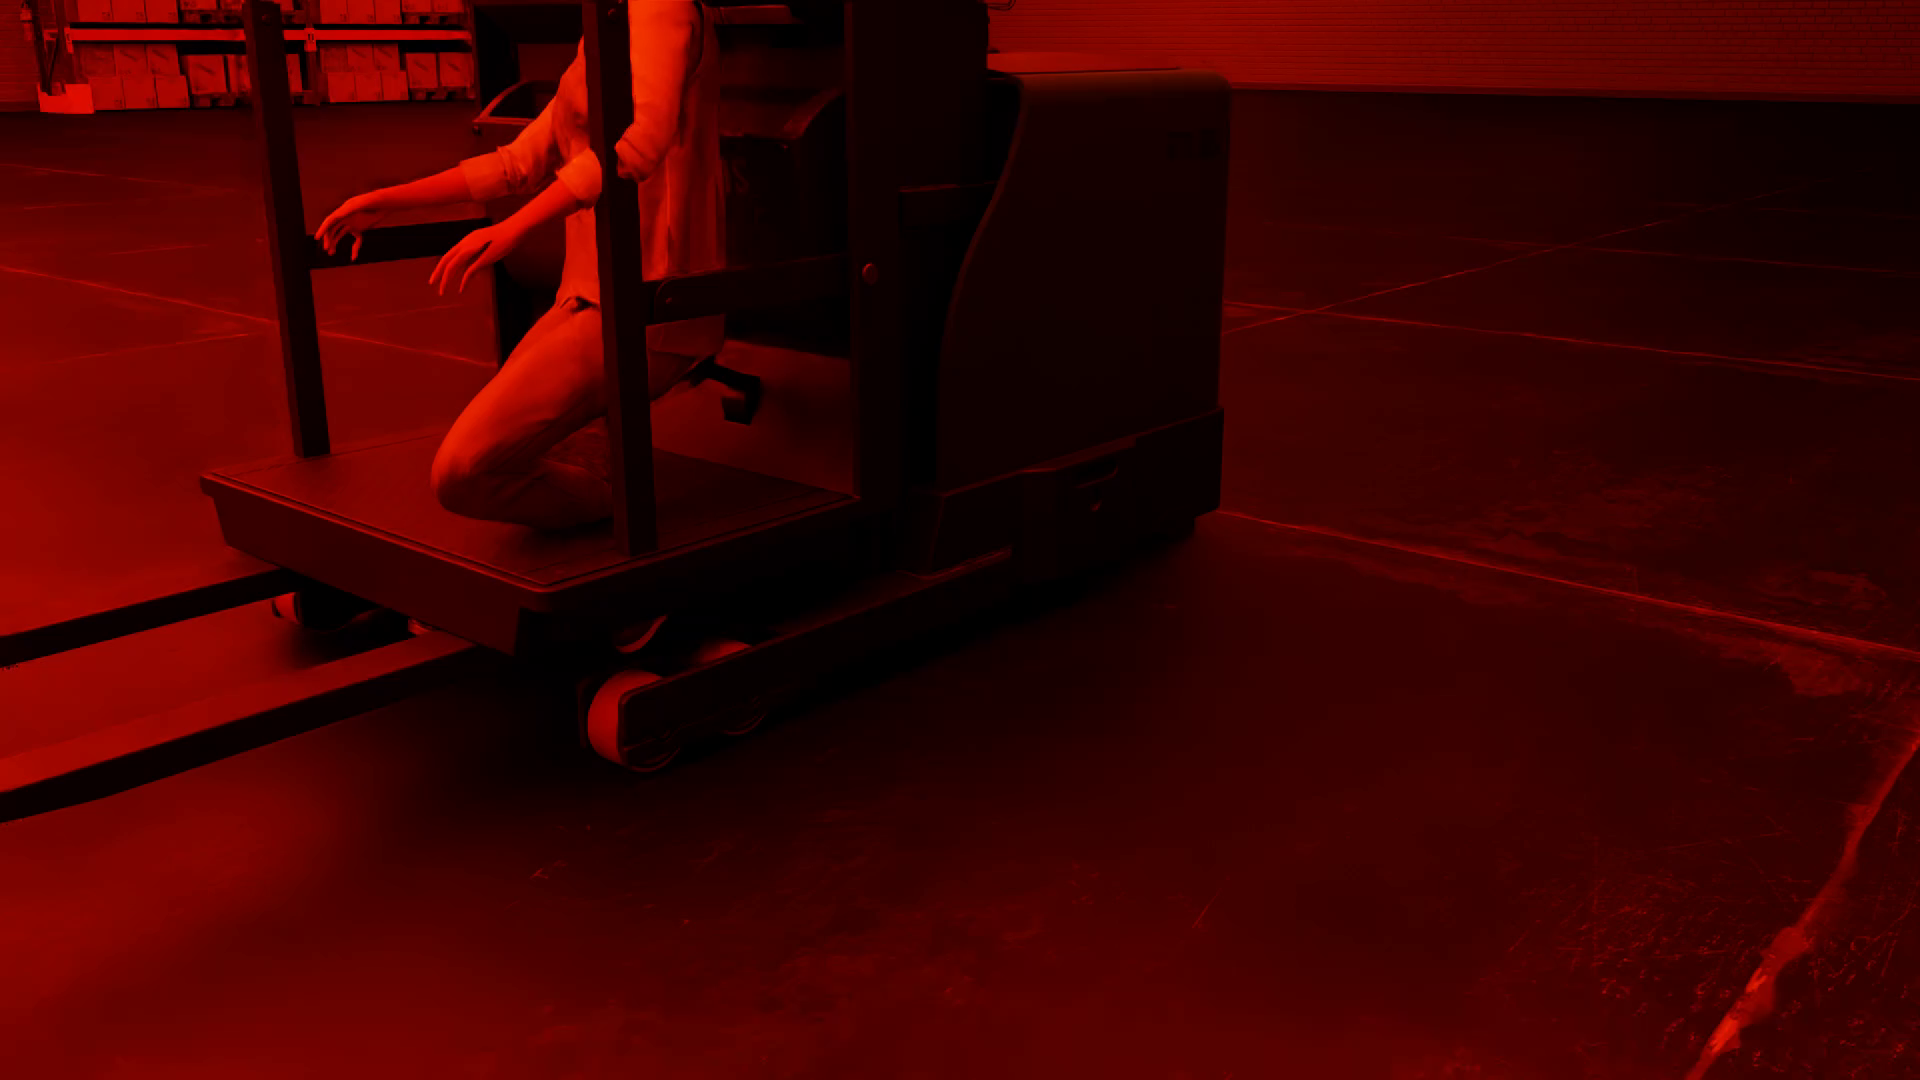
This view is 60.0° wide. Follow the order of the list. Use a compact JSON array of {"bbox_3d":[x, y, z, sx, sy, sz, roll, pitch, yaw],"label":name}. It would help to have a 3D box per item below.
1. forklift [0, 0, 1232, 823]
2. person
[{"bbox_3d":[-0.717,-1.189,2.814,1.130,2.935,3.031,14,22,38],"label":"forklift"},{"bbox_3d":[-0.729,-0.412,2.787,0.661,1.436,0.728,-5,17,-14],"label":"person"}]
